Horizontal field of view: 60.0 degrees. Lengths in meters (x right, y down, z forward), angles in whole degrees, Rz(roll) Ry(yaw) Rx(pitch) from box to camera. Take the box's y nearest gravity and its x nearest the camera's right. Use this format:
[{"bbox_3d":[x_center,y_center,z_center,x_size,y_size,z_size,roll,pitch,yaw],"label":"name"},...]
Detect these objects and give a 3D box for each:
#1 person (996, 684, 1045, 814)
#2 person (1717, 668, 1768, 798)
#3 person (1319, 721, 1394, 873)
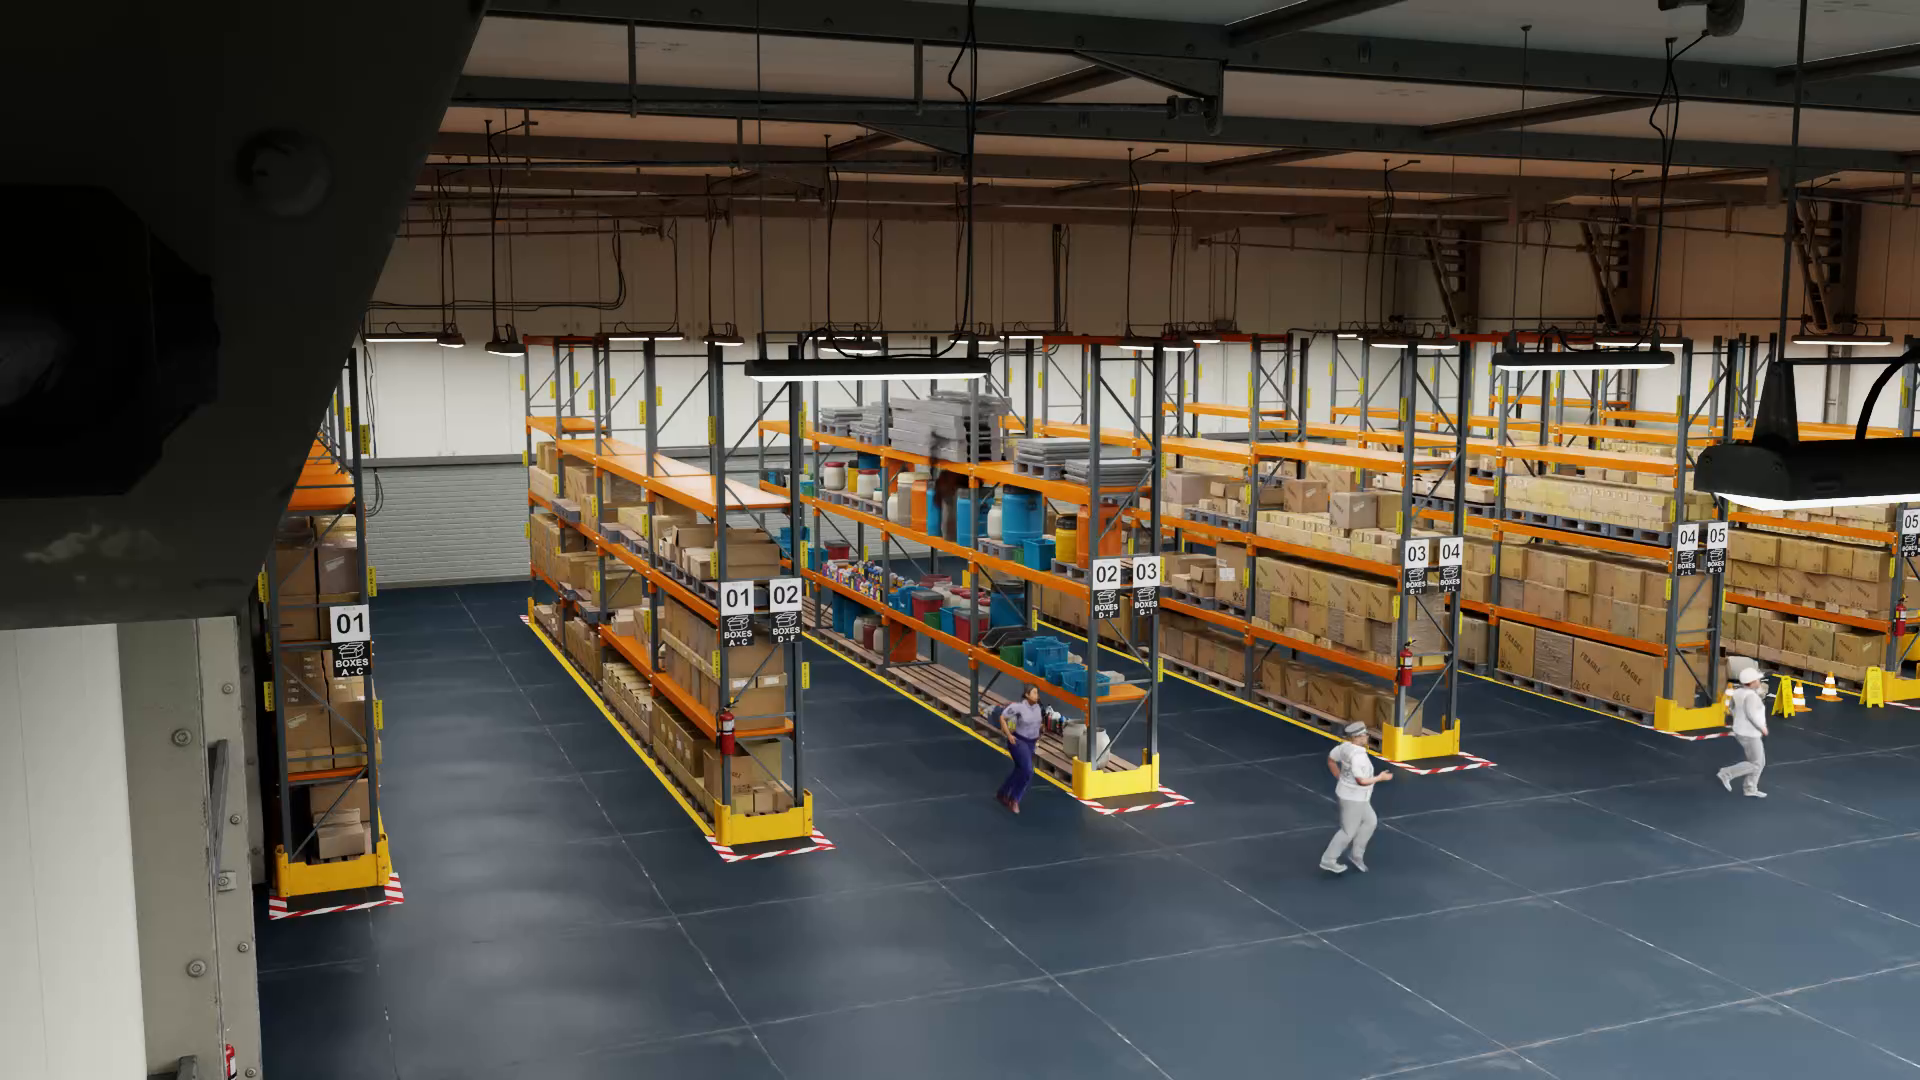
[{"bbox_3d":[0.805,2.744,21.614,0.662,1.556,0.672,7,10,41],"label":"person"},{"bbox_3d":[10.396,2.557,22.041,0.685,1.747,0.668,1,8,7],"label":"person"},{"bbox_3d":[4.513,2.959,18.955,0.801,1.827,0.611,1,8,4],"label":"person"}]
